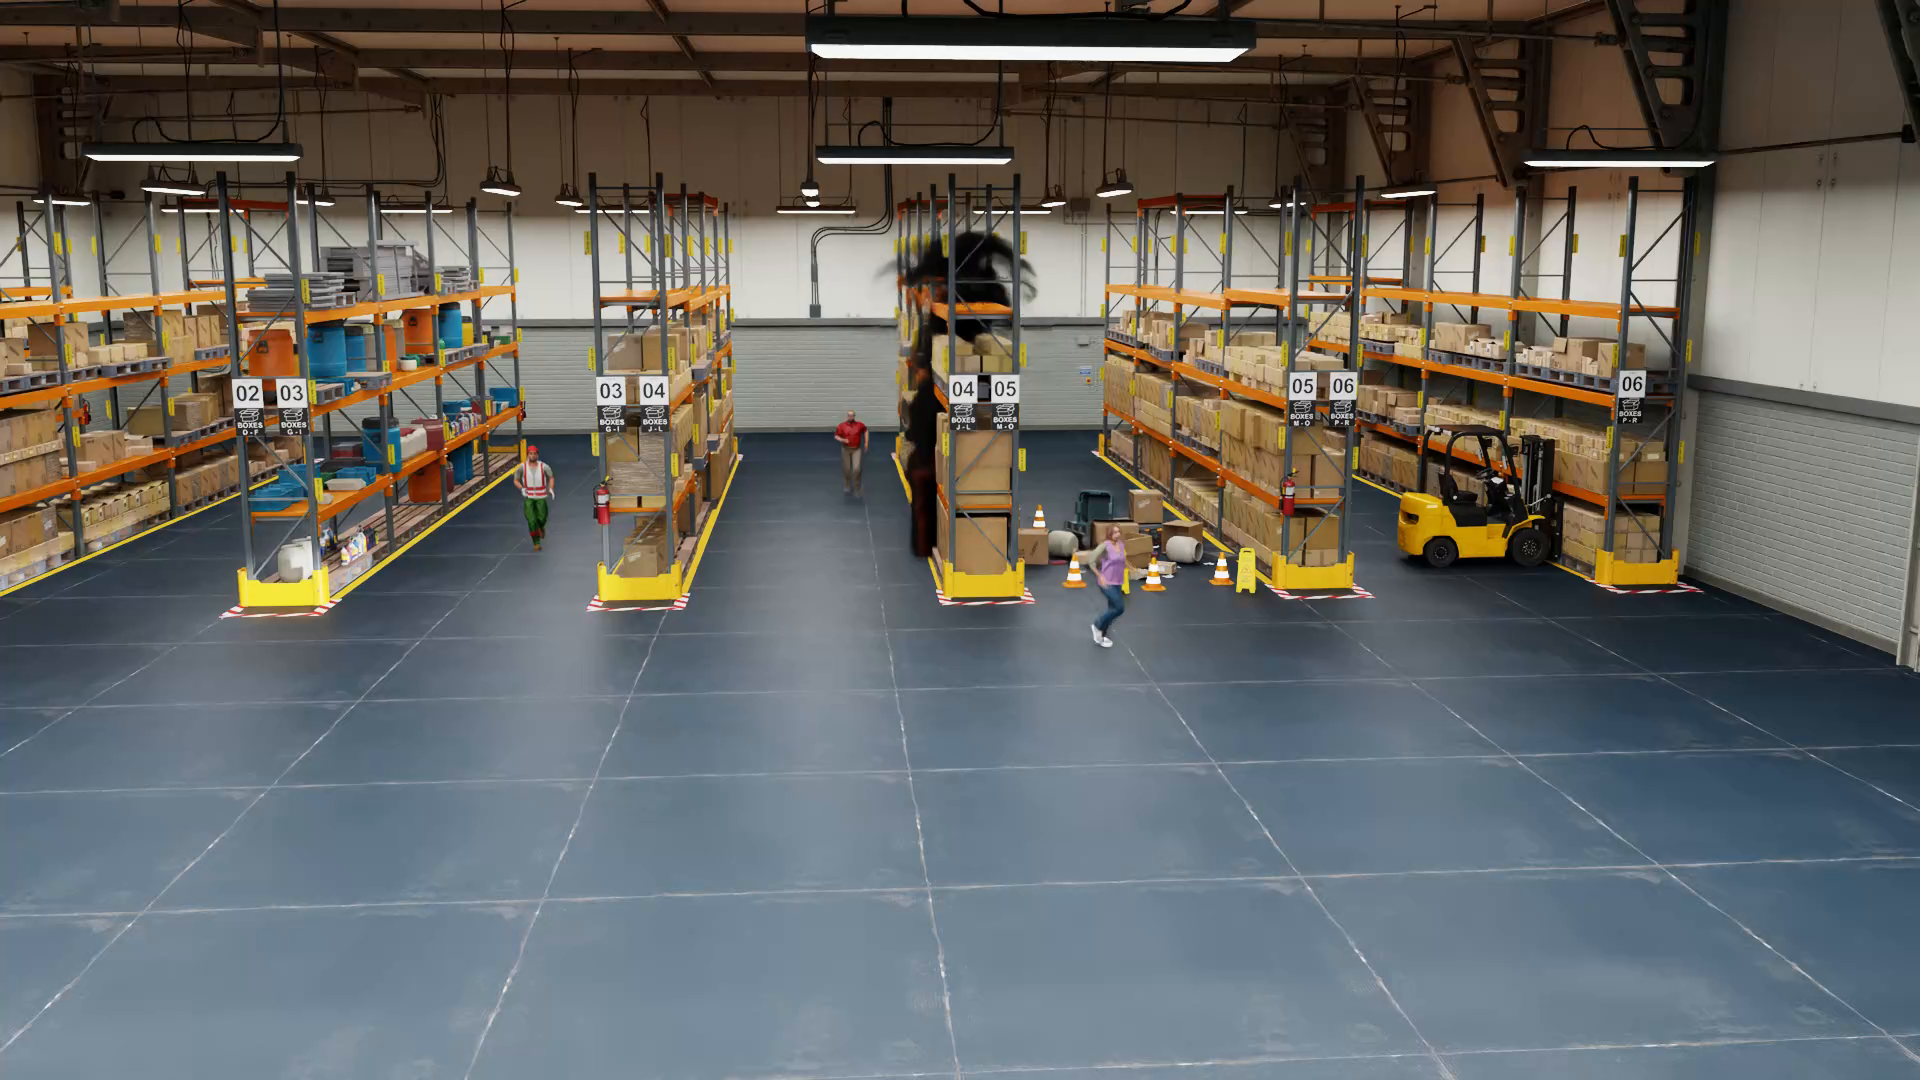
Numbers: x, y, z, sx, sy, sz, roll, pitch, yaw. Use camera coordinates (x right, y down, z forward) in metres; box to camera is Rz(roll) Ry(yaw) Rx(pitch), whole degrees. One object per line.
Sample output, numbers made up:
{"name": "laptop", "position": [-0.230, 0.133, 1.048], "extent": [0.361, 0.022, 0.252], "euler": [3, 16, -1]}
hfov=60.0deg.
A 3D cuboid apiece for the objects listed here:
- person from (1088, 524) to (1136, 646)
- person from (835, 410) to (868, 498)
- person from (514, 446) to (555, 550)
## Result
{"name": "person", "position": [1.940, 0.571, 20.949], "extent": [0.563, 1.567, 0.519], "euler": [10, 14, 44]}
{"name": "person", "position": [-2.191, -1.730, 33.669], "extent": [0.683, 1.821, 0.783], "euler": [-1, 10, -4]}
{"name": "person", "position": [-7.096, -0.708, 27.741], "extent": [0.657, 1.742, 0.602], "euler": [-3, 10, -15]}
